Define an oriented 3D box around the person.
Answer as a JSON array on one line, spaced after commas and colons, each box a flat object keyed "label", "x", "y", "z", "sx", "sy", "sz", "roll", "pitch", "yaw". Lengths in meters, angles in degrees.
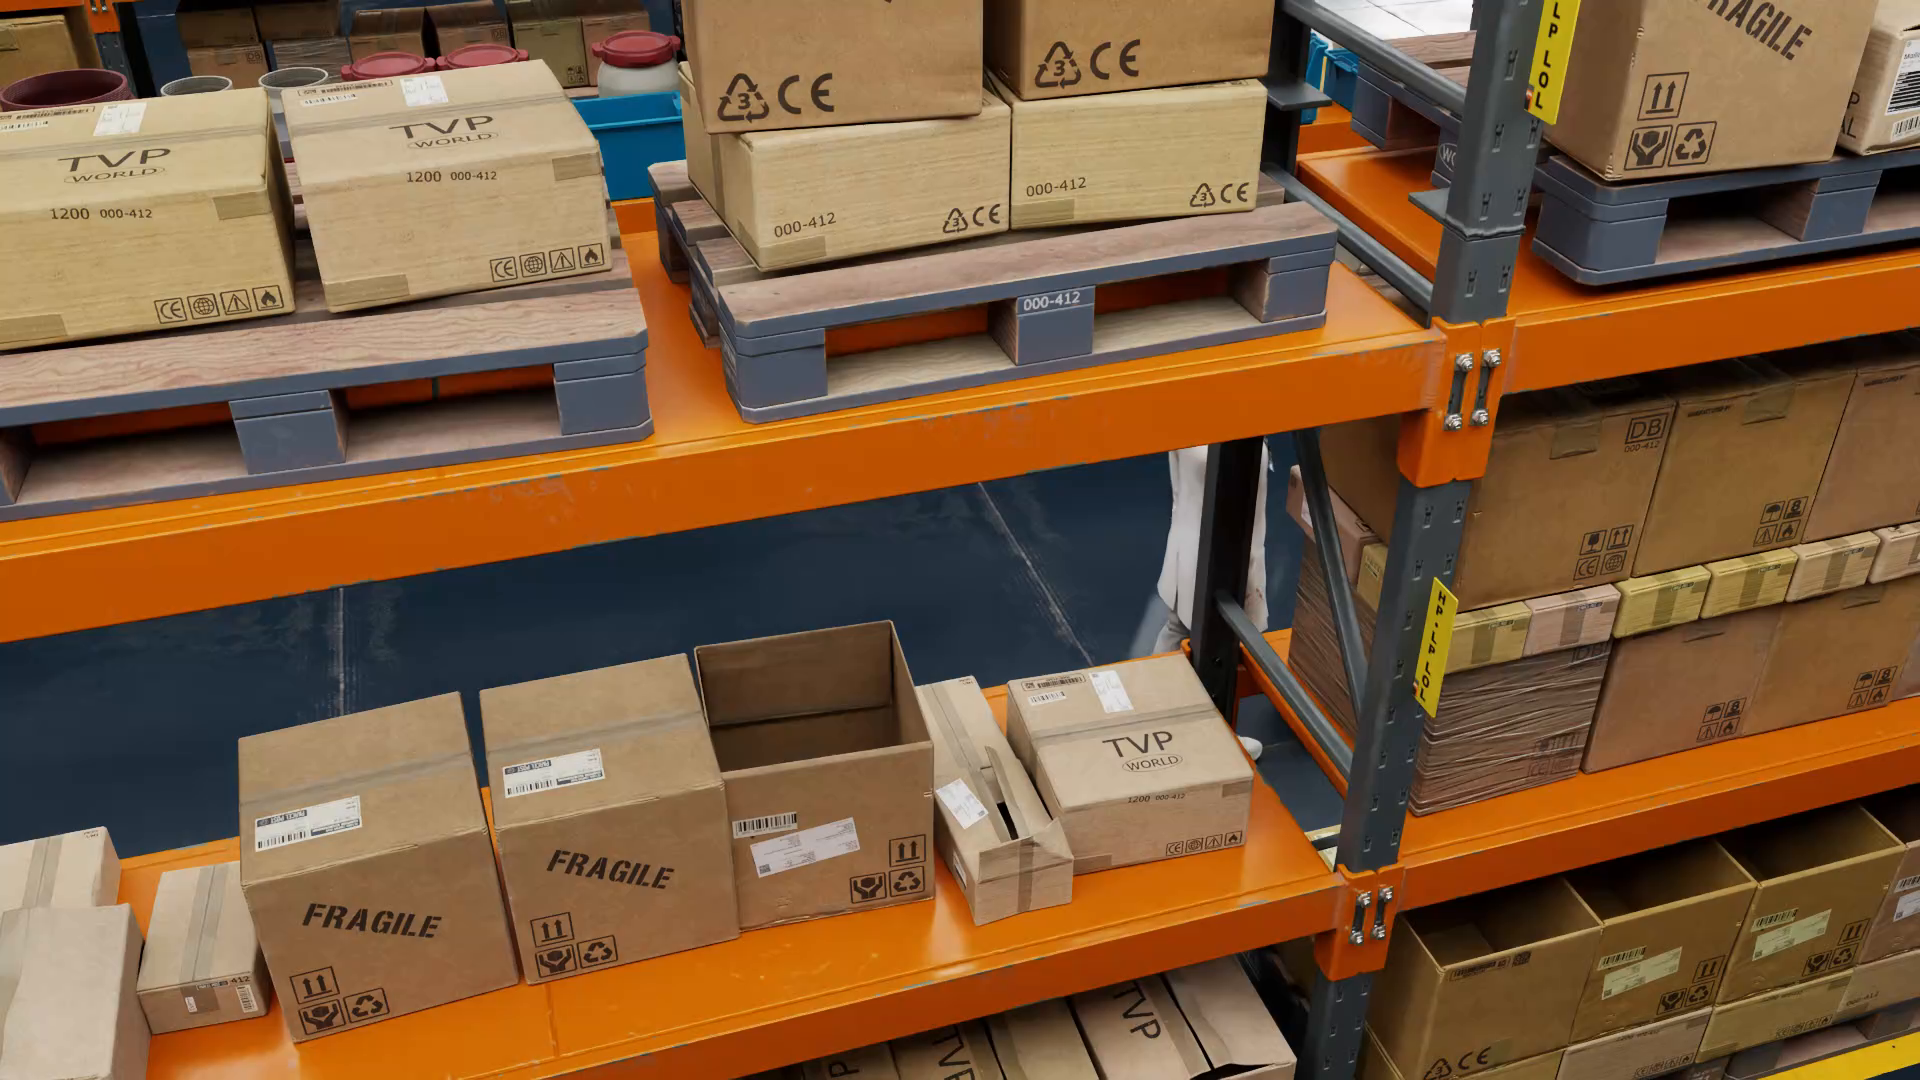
[{"label": "person", "x": 0.921, "y": 0.082, "z": 6.085, "sx": 0.447, "sy": 1.837, "sz": 0.565, "roll": -9, "pitch": 34, "yaw": -13}]
